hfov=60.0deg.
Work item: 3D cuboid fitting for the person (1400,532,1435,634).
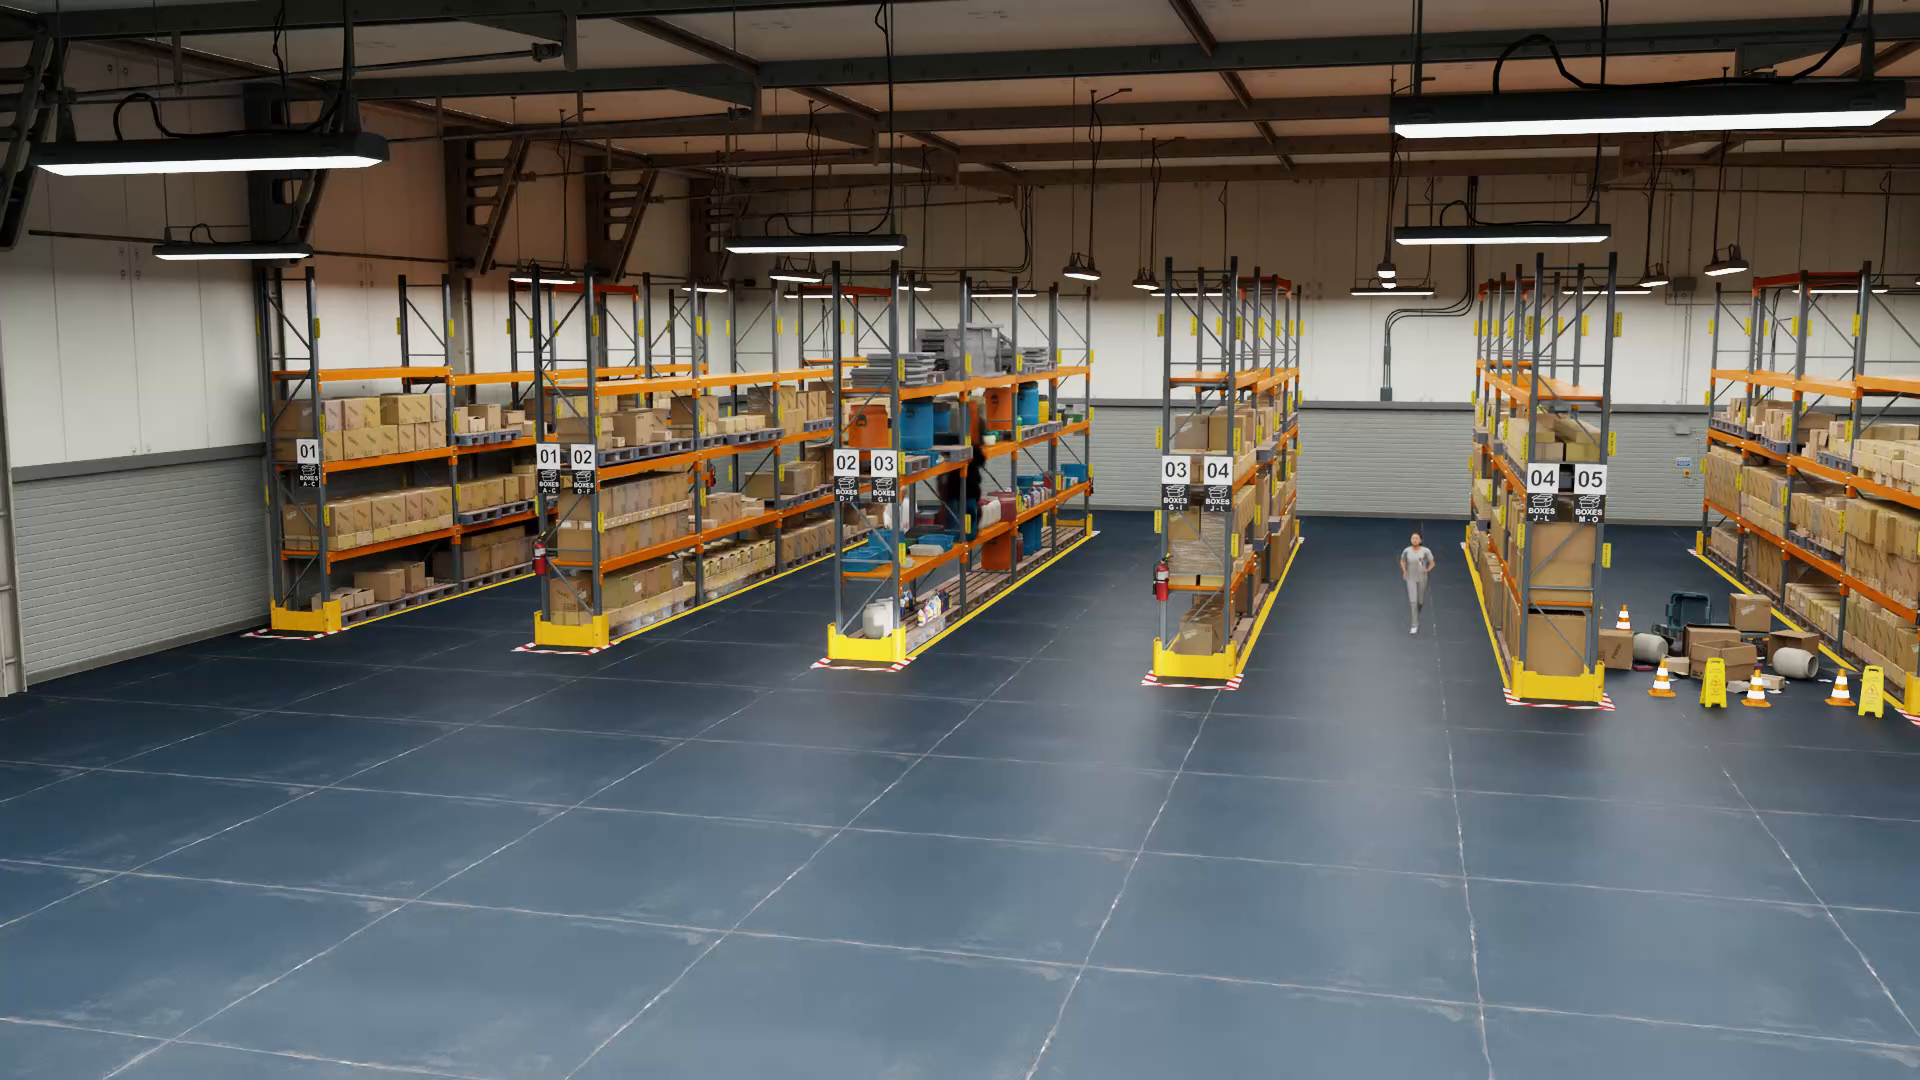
[{"bbox_3d":[7.601,0.686,27.672,0.563,1.666,0.802,2,8,18],"label":"person"}]

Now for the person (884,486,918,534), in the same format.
[{"bbox_3d":[-1.133,-0.160,31.700,0.708,1.742,0.578,1,7,7],"label":"person"}]

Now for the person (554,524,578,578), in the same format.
[{"bbox_3d":[-7.242,0.235,30.777,0.677,1.738,0.767,1,7,7],"label":"person"}]
